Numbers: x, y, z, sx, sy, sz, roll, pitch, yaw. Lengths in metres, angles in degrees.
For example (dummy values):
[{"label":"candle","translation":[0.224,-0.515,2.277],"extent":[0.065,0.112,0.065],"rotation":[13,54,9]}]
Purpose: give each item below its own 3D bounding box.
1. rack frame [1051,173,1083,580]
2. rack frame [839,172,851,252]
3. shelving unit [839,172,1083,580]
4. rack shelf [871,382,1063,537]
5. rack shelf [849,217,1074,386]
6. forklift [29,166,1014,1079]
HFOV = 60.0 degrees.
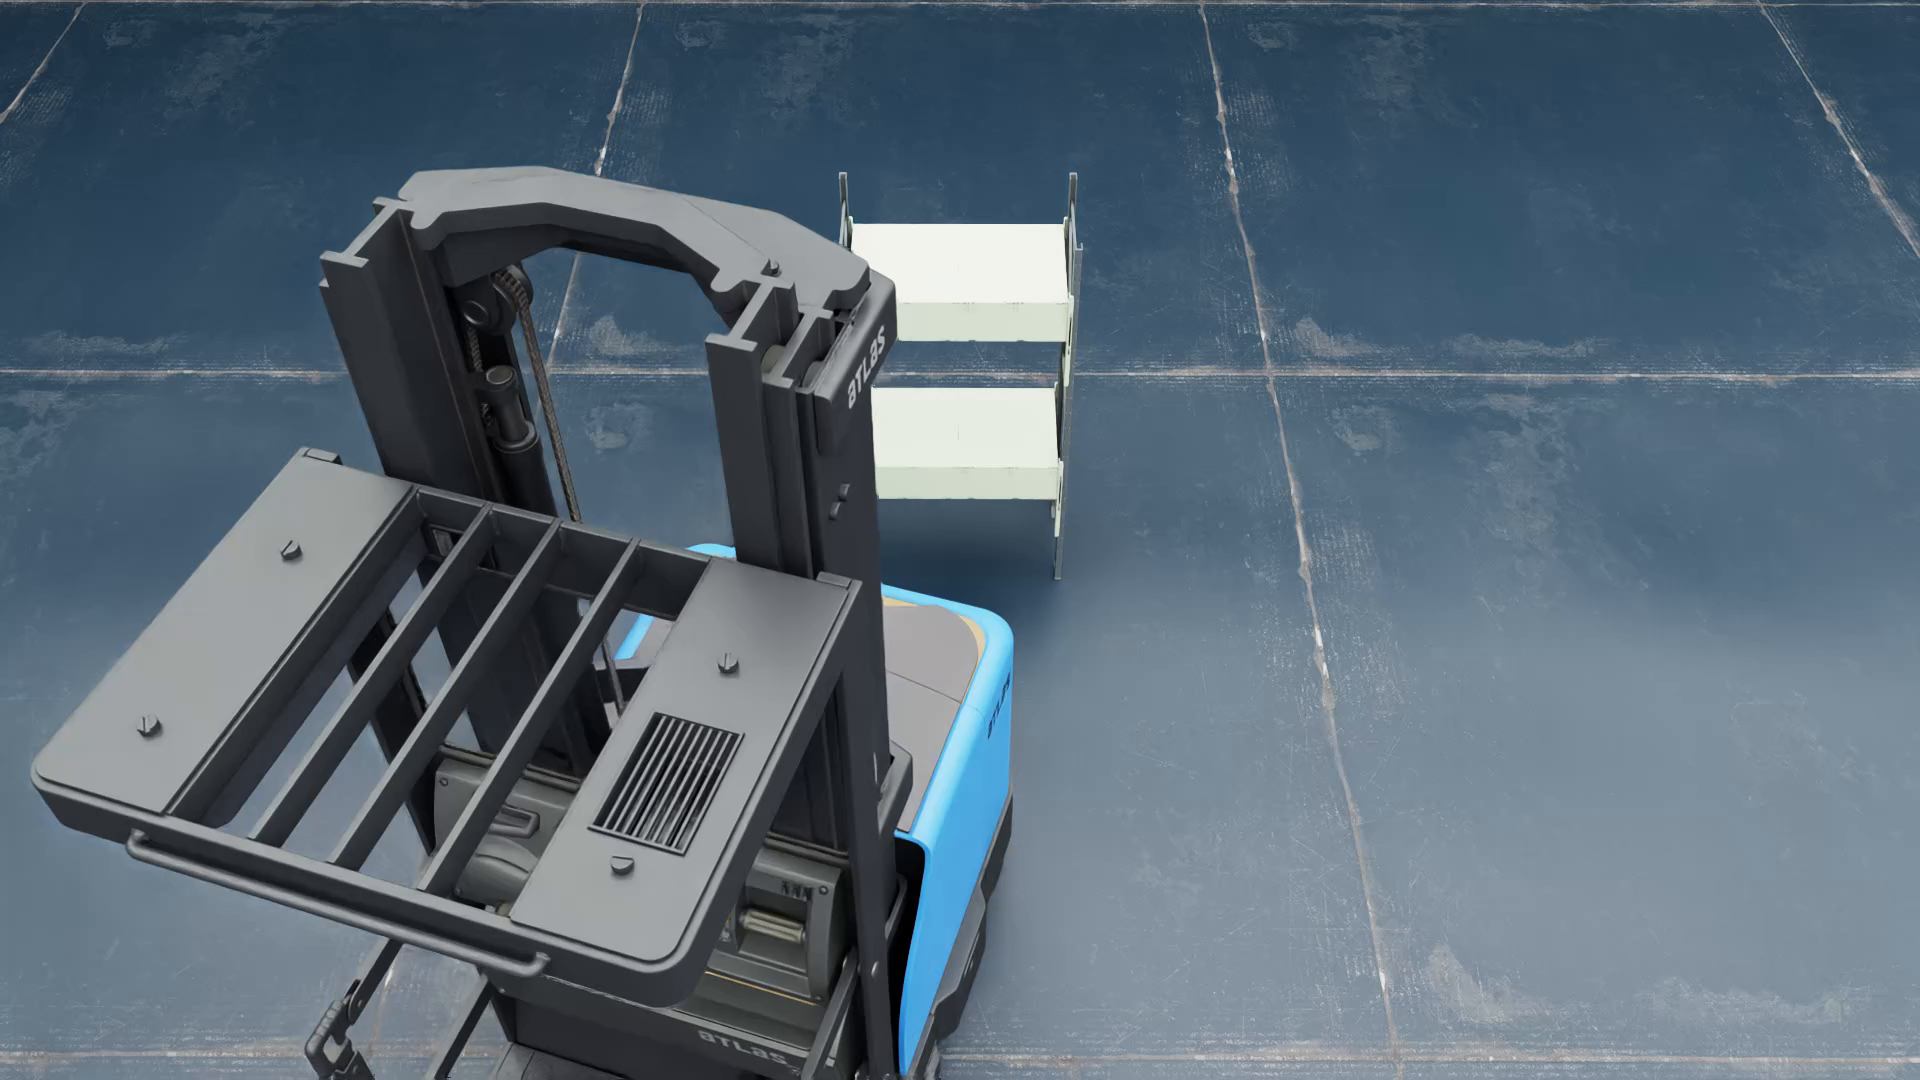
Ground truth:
[{"label":"rack frame","translation":[0.359,-0.510,5.700],"extent":[0.023,1.500,0.400],"rotation":[0,47,0]},{"label":"rack frame","translation":[-0.373,-0.512,5.702],"extent":[0.023,1.500,0.400],"rotation":[0,47,0]},{"label":"shelving unit","translation":[-0.007,-0.511,5.701],"extent":[0.755,1.500,0.431],"rotation":[0,47,0]},{"label":"rack shelf","translation":[-0.007,-0.289,5.940],"extent":[0.720,0.370,0.431],"rotation":[0,47,0]},{"label":"rack shelf","translation":[-0.007,-0.777,5.415],"extent":[0.720,0.370,0.431],"rotation":[0,47,0]},{"label":"forklift","translation":[-0.771,0.861,3.446],"extent":[1.130,2.935,3.031],"rotation":[13,48,12]}]
